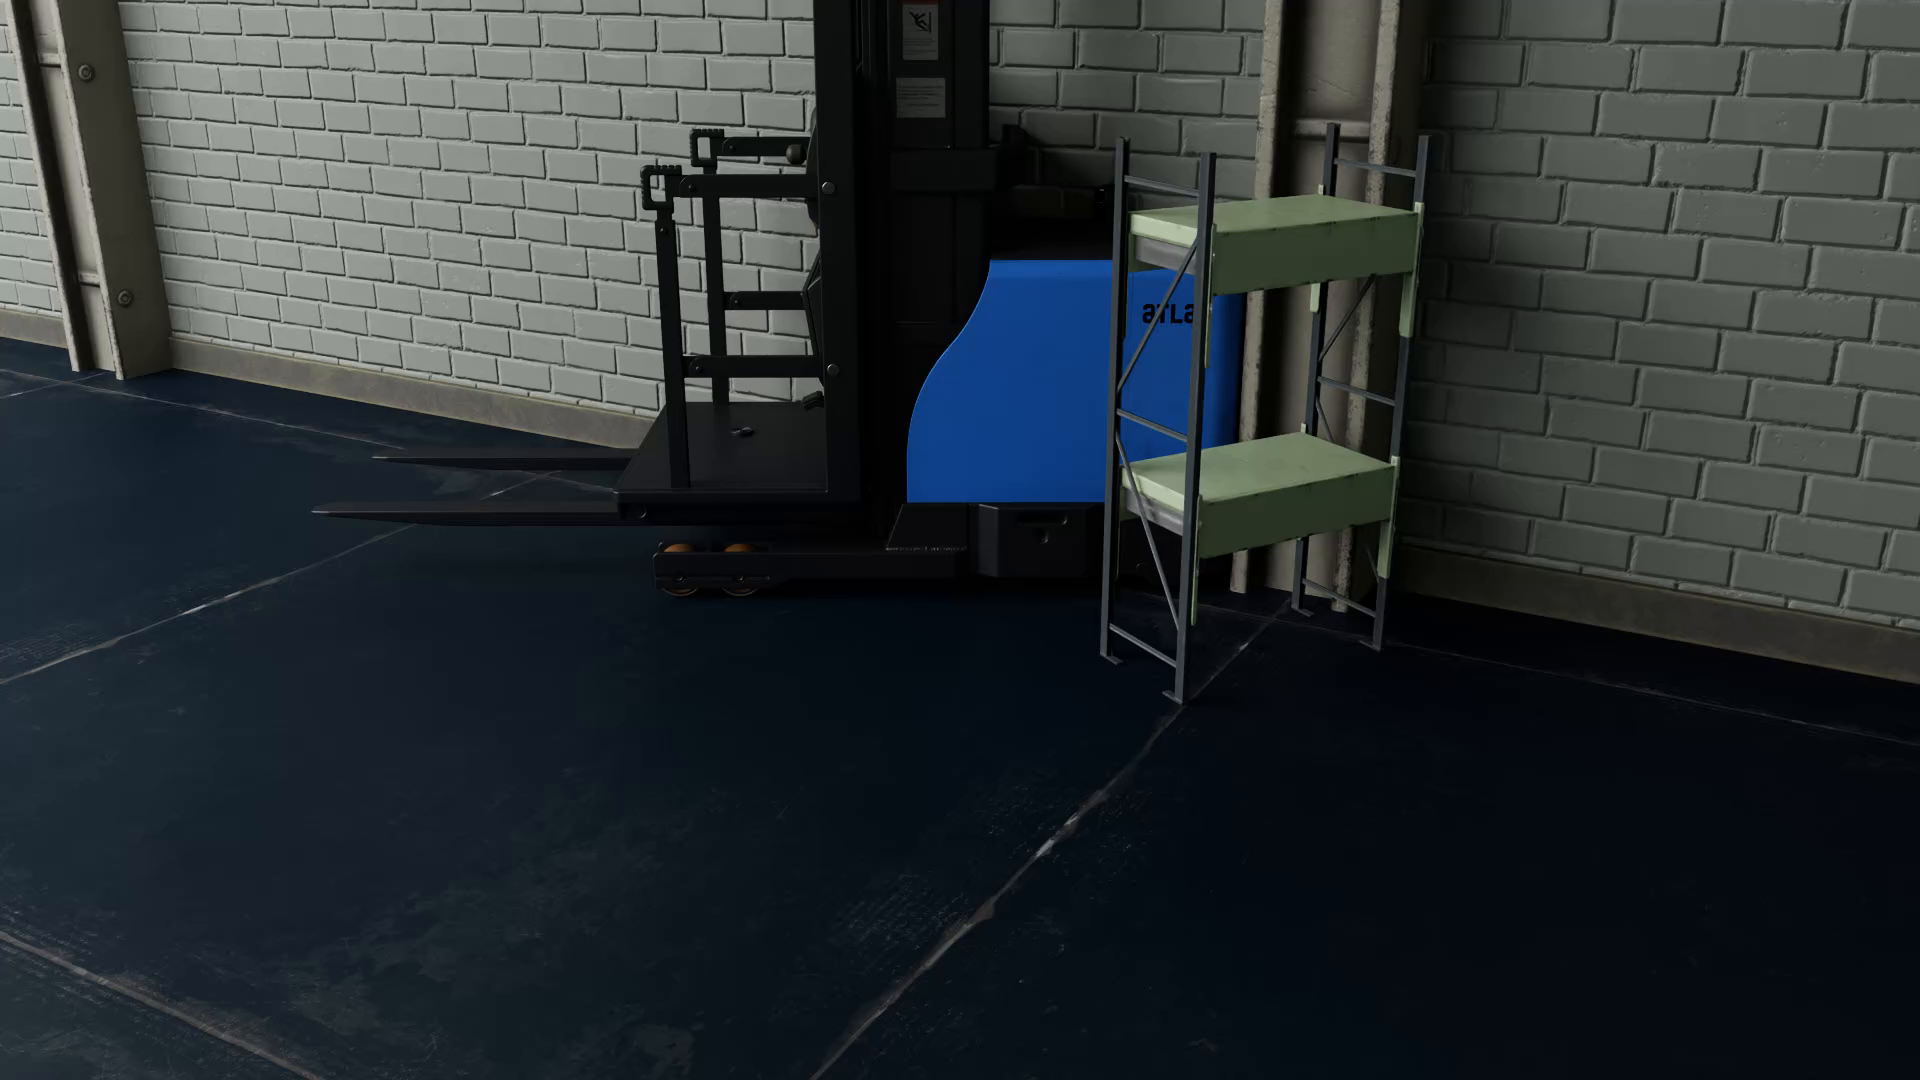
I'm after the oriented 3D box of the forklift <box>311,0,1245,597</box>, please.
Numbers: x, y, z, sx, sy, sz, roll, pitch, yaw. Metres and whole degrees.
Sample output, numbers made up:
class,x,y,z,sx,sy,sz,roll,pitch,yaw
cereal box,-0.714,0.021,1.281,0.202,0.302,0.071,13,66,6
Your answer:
class,x,y,z,sx,sy,sz,roll,pitch,yaw
forklift,-0.623,-1.377,5.362,3.031,2.935,1.130,0,20,0

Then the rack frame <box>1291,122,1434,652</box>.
class,x,y,z,sx,sy,sz,roll,pitch,yaw
rack frame,1.158,-0.432,4.855,0.023,1.500,0.400,-11,23,-28

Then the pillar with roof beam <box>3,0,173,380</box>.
class,x,y,z,sx,sy,sz,roll,pitch,yaw
pillar with roof beam,-6.213,-3.795,3.131,0.400,9.000,9.100,11,23,27

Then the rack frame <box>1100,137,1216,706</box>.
class,x,y,z,sx,sy,sz,roll,pitch,yaw
rack frame,0.524,-0.307,4.512,0.023,1.500,0.400,-11,23,-28

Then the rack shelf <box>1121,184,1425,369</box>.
class,x,y,z,sx,sy,sz,roll,pitch,yaw
rack shelf,0.841,-0.736,4.551,0.720,0.370,0.431,-11,23,-28

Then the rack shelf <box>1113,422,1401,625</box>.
class,x,y,z,sx,sy,sz,roll,pitch,yaw
rack shelf,0.841,-0.063,4.795,0.720,0.370,0.431,-11,23,-28

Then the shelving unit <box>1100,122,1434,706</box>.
class,x,y,z,sx,sy,sz,roll,pitch,yaw
shelving unit,0.841,-0.369,4.684,0.755,1.500,0.431,-11,23,-28

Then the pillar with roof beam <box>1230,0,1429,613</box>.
class,x,y,z,sx,sy,sz,roll,pitch,yaw
pillar with roof beam,-0.975,-2.797,0.380,0.400,9.000,9.100,11,23,27
